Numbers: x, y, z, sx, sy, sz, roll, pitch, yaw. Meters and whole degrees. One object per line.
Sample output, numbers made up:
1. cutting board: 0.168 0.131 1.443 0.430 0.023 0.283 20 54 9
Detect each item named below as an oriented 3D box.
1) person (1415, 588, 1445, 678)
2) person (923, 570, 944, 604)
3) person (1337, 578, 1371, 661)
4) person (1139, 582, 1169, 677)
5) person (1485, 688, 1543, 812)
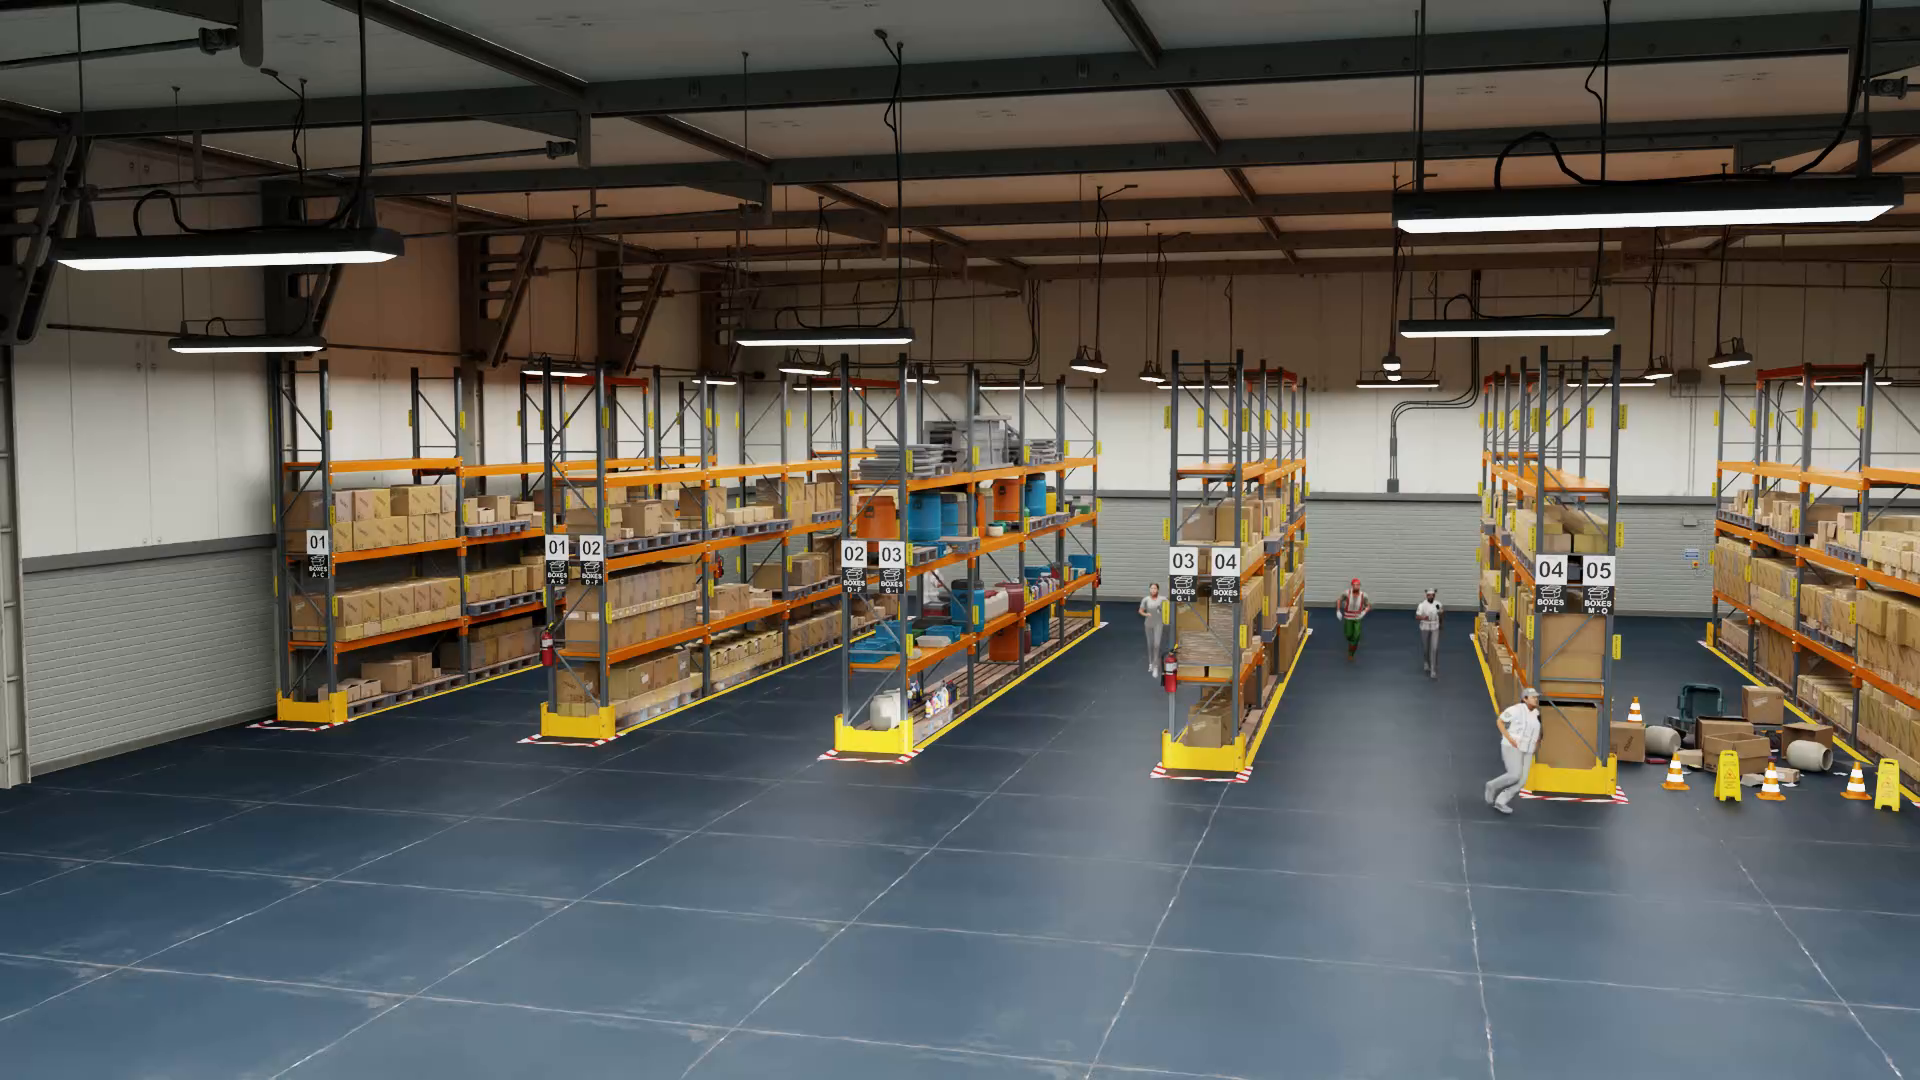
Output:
1. person: 9.239 1.786 32.690 0.570 1.723 0.871 1 4 14
2. person: -0.683 1.307 38.655 0.663 1.765 1.002 1 4 8
3. person: 8.219 1.656 34.742 0.702 1.734 0.711 1 4 15
4. person: 3.625 1.645 30.985 0.580 1.728 0.775 1 4 13
5. person: 7.160 2.682 21.342 0.685 1.584 0.551 -2 4 -24
